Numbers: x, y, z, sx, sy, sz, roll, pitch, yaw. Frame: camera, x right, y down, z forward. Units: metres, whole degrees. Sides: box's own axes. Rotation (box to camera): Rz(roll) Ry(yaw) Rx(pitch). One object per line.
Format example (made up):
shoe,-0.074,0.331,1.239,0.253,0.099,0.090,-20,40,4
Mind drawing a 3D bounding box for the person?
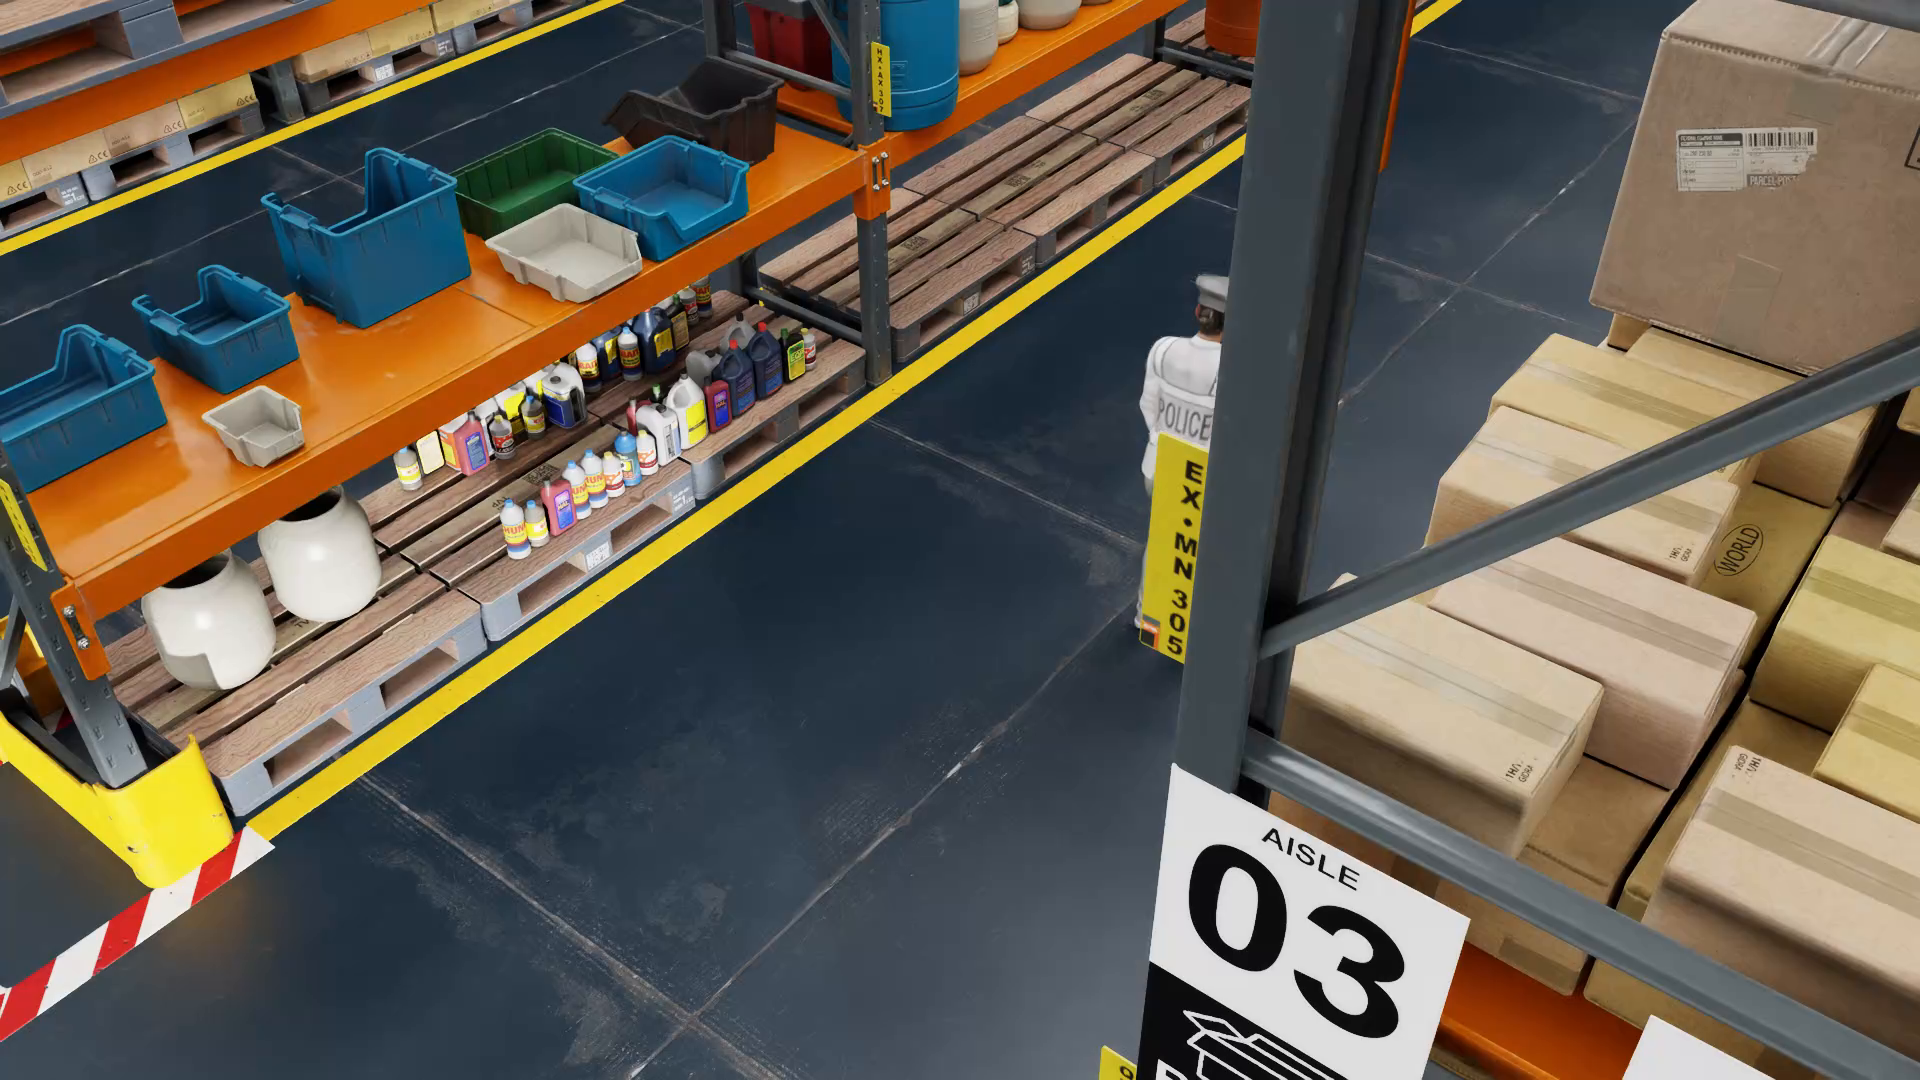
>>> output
person,0.920,-0.283,6.551,0.504,1.616,0.465,27,46,29
